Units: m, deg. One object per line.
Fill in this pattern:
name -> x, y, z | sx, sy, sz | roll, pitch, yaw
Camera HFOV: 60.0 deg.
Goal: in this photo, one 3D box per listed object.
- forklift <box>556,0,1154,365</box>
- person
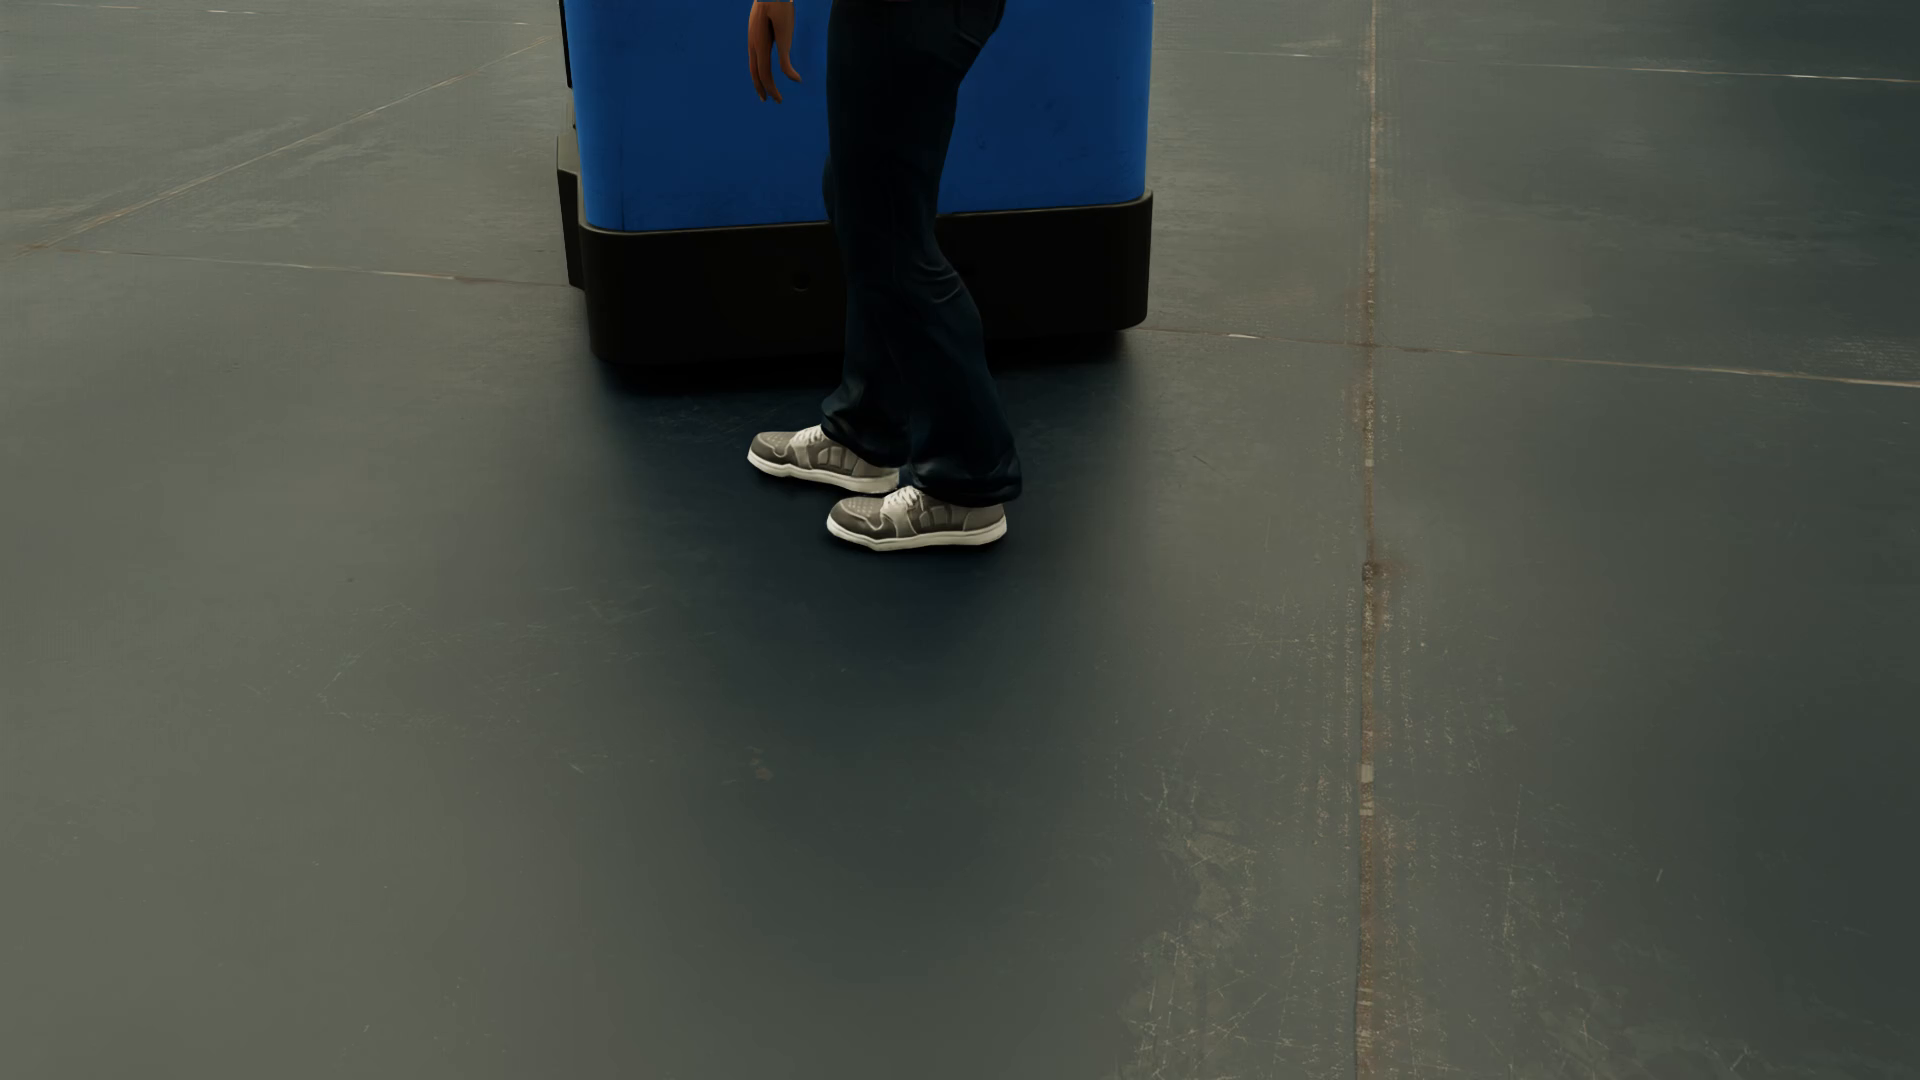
forklift -> -0.449, -2.261, 3.728 | 1.130, 2.935, 3.031 | -5, 27, -11
person -> -0.143, -0.721, 2.168 | 0.476, 1.589, 0.542 | 4, 27, 8
